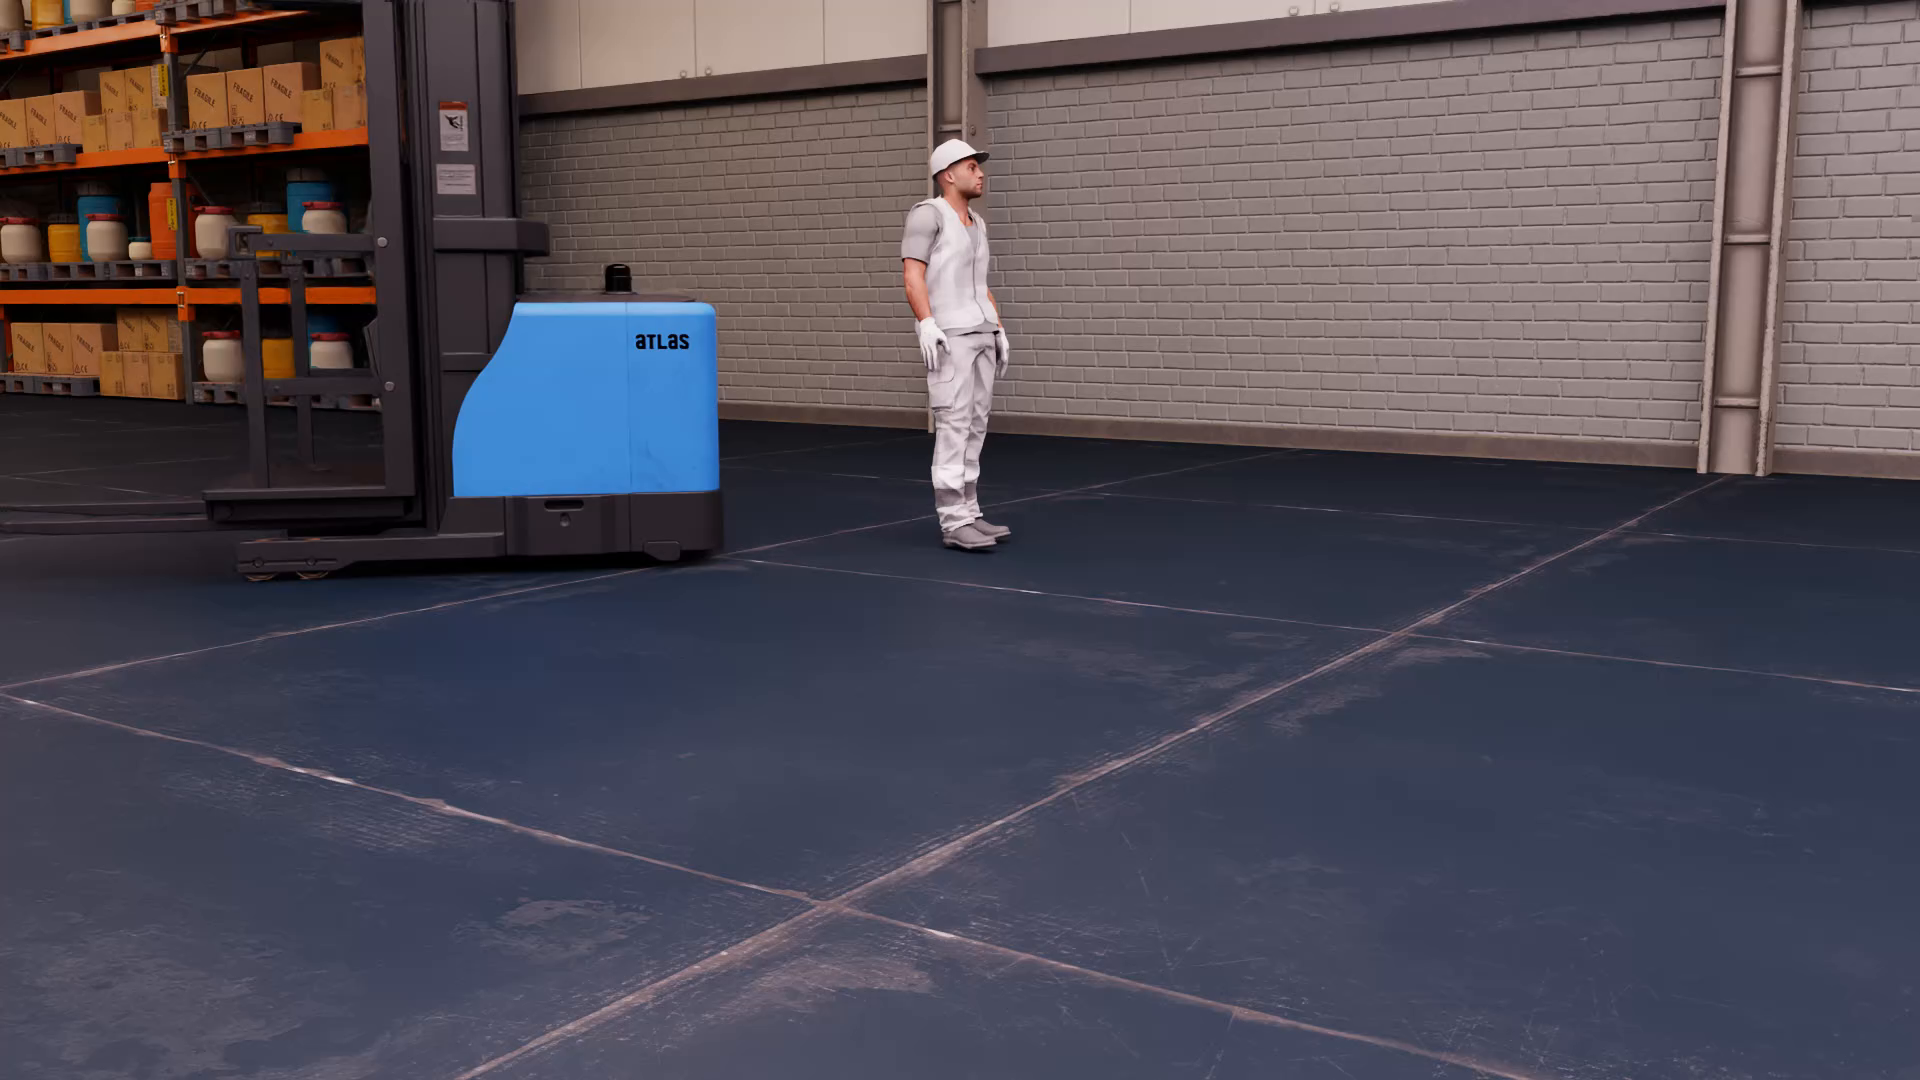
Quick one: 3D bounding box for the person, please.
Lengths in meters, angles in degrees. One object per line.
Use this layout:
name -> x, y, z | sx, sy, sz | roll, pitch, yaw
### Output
person -> 0.060, -0.885, 7.423 | 0.564, 1.787, 0.638 | 5, 10, 34

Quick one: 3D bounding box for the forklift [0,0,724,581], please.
forklift -> -2.552, -1.371, 6.833 | 3.031, 2.935, 1.130 | -2, 8, -11
